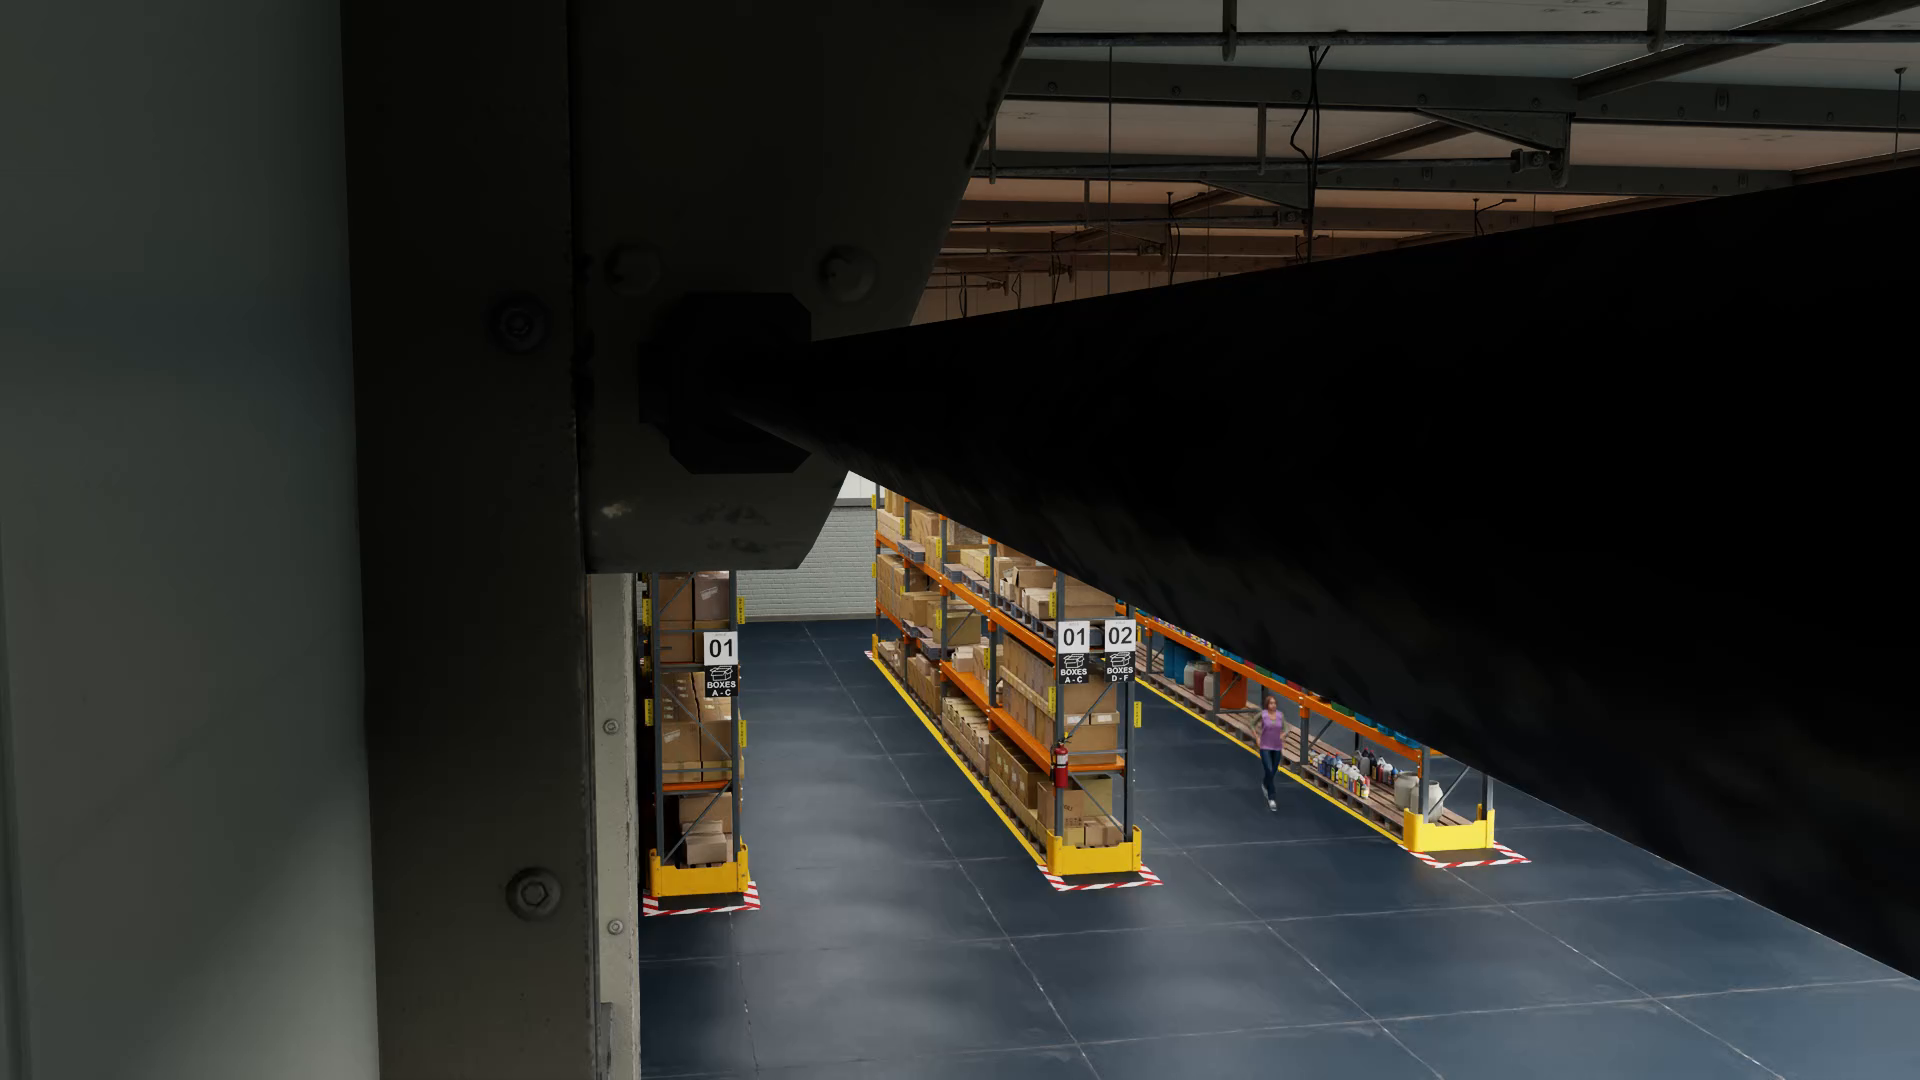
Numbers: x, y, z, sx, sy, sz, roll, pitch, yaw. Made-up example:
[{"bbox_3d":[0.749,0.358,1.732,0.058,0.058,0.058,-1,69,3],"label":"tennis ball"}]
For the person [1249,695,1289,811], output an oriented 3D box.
[{"bbox_3d":[4.503,3.044,24.140,0.538,1.611,0.789,-1,6,-8],"label":"person"}]
